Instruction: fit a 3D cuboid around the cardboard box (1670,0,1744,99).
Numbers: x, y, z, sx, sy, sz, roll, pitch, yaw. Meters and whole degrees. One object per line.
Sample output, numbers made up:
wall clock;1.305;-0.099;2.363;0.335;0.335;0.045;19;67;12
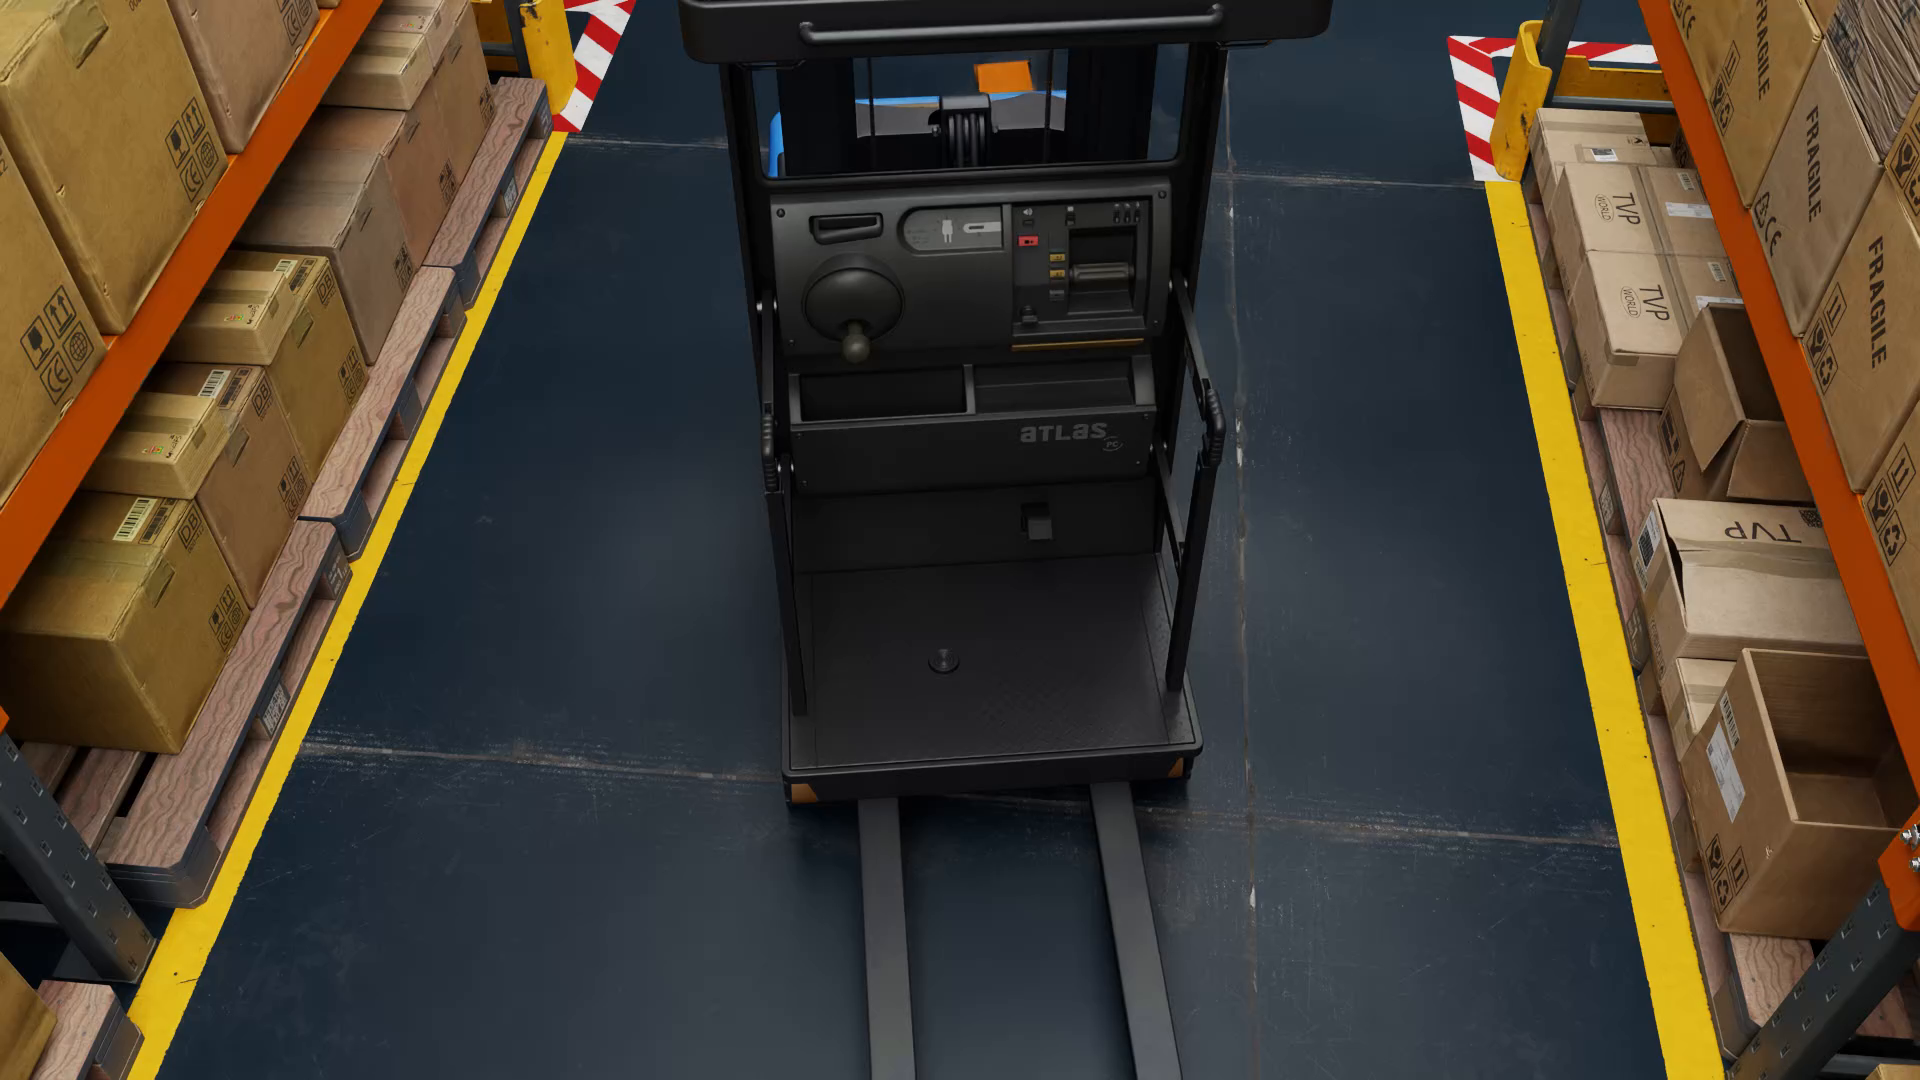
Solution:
cardboard box;2.329;-1.547;4.565;0.500;0.500;0.500;4;48;3

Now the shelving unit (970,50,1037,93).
shelving unit;0.159;-1.212;5.539;0.189;1.200;0.258;-6;48;-1

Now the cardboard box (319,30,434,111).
cardboard box;-2.028;-1.602;5.652;0.380;0.149;0.250;5;48;5

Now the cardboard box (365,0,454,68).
cardboard box;-2.005;-1.790;5.824;0.380;0.149;0.250;3;48;3

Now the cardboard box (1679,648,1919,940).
cardboard box;2.128;0.627;4.040;0.500;0.500;0.500;4;48;4

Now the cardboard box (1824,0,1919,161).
cardboard box;2.236;-1.138;3.512;0.500;0.500;0.500;4;48;4

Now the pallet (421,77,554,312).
pallet;-2.206;-1.366;6.357;1.003;0.211;1.213;4;48;4

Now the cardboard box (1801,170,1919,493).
cardboard box;2.194;-0.428;3.541;0.500;0.500;0.500;5;48;5

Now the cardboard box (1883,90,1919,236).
cardboard box;2.190;-0.767;3.174;0.500;0.500;0.500;3;48;3

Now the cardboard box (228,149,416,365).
cardboard box;-2.266;-0.940;5.486;0.700;0.500;0.500;2;48;2

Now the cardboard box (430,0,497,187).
cardboard box;-2.175;-1.677;6.161;0.700;0.500;0.500;4;48;4

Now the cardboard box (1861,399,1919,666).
cardboard box;2.148;-0.049;3.194;0.500;0.500;0.500;5;48;4

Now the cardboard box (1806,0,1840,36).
cardboard box;2.284;-1.508;3.851;0.500;0.500;0.500;3;48;3

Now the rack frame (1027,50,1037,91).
rack frame;0.250;-1.221;5.540;0.006;1.200;0.240;-6;48;-1

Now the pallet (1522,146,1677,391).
pallet;2.644;-0.987;6.010;1.003;0.211;1.213;4;48;4

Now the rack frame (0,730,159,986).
rack frame;-2.575;0.039;3.182;1.000;3.000;0.127;4;48;4

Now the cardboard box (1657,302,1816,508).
cardboard box;2.524;-0.317;4.901;0.797;0.503;0.637;4;48;4

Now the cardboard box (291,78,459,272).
cardboard box;-2.220;-1.310;5.824;0.700;0.500;0.500;4;48;3

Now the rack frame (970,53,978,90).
rack frame;0.068;-1.202;5.538;0.006;1.200;0.240;-6;48;-1

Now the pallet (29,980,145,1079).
pallet;-2.571;1.552;3.687;1.003;0.211;1.213;4;48;4

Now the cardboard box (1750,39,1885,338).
cardboard box;2.238;-0.806;3.886;0.500;0.500;0.500;5;48;4

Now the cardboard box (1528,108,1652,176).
cardboard box;2.342;-1.472;6.197;0.380;0.149;0.250;4;48;4

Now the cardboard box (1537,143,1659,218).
cardboard box;2.319;-1.294;6.023;0.380;0.166;0.250;4;48;4

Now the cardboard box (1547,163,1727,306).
cardboard box;2.345;-1.043;5.736;0.500;0.250;0.500;4;48;4

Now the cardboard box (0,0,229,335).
cardboard box;-2.438;-0.996;3.925;0.980;0.700;0.700;3;48;3

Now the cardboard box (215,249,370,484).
cardboard box;-2.307;-0.548;5.128;0.700;0.500;0.500;5;48;4

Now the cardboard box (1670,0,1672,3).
cardboard box;2.378;-1.916;4.902;0.500;0.500;0.500;3;48;3

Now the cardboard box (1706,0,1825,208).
cardboard box;2.282;-1.180;4.229;0.500;0.500;0.500;4;48;4

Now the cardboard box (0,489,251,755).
cardboard box;-2.405;0.198;4.445;0.700;0.500;0.500;4;48;4

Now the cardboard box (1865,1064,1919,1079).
cardboard box;2.071;1.404;3.329;0.500;0.500;0.500;2;48;2

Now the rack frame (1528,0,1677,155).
rack frame;2.723;-2.570;5.568;1.000;3.000;0.127;4;48;4

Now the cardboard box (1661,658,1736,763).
cardboard box;2.102;0.466;4.425;0.380;0.149;0.250;4;48;4

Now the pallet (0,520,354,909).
pallet;-2.428;0.427;4.717;1.003;0.211;1.213;4;48;4

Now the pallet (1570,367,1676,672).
pallet;2.530;-0.093;5.192;1.003;0.211;1.213;4;48;4

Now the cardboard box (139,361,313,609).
cardboard box;-2.356;-0.171;4.783;0.700;0.500;0.500;3;48;3

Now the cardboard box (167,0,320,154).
cardboard box;-2.381;-1.531;4.414;0.980;0.700;0.700;2;48;2

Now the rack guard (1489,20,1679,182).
rack guard;2.716;-1.670;6.439;1.175;0.500;0.348;4;48;4

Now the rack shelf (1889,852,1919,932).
rack shelf;2.176;2.082;1.801;1.077;0.370;4.000;4;48;4

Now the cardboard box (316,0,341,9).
cardboard box;-2.302;-2.091;4.926;0.980;0.700;0.700;4;48;3

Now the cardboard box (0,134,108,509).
cardboard box;-2.510;-0.460;3.434;0.980;0.700;0.700;5;48;4

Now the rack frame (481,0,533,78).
rack frame;-2.211;-2.900;5.870;1.000;3.000;0.127;4;48;4

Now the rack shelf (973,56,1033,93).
rack shelf;0.141;-1.423;5.305;0.180;0.103;0.258;-6;48;-1

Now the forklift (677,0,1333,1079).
forklift;0.050;-0.530;3.749;1.130;2.935;3.031;-3;48;-3

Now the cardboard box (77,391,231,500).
cardboard box;-2.192;-0.260;4.425;0.380;0.149;0.250;5;48;5

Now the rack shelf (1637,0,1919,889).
rack shelf;2.540;-0.858;4.489;1.077;0.370;4.000;4;48;4

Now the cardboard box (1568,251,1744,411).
cardboard box;2.299;-0.675;5.400;0.500;0.250;0.500;4;48;4

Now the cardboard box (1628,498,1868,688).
cardboard box;2.196;0.139;4.614;0.500;0.311;0.500;4;48;4

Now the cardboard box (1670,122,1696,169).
cardboard box;2.918;-1.459;5.947;0.500;0.500;0.500;4;48;4

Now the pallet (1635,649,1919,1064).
pallet;2.422;0.806;4.370;1.003;0.211;1.213;4;48;4

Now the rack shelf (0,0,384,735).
rack shelf;-2.393;-1.188;4.791;1.077;0.370;4.000;4;48;4

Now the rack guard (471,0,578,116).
rack guard;-2.209;-2.074;6.808;1.175;0.500;0.348;4;48;4

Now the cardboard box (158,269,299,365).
cardboard box;-2.145;-0.644;4.776;0.380;0.149;0.250;3;48;2

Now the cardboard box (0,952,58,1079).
cardboard box;-2.505;1.109;3.375;0.750;0.750;0.750;4;48;4

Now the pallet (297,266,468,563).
pallet;-2.319;-0.472;5.539;1.003;0.211;1.213;4;48;4

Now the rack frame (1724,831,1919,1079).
rack frame;2.358;0.369;2.879;1.000;3.000;0.127;4;48;4
